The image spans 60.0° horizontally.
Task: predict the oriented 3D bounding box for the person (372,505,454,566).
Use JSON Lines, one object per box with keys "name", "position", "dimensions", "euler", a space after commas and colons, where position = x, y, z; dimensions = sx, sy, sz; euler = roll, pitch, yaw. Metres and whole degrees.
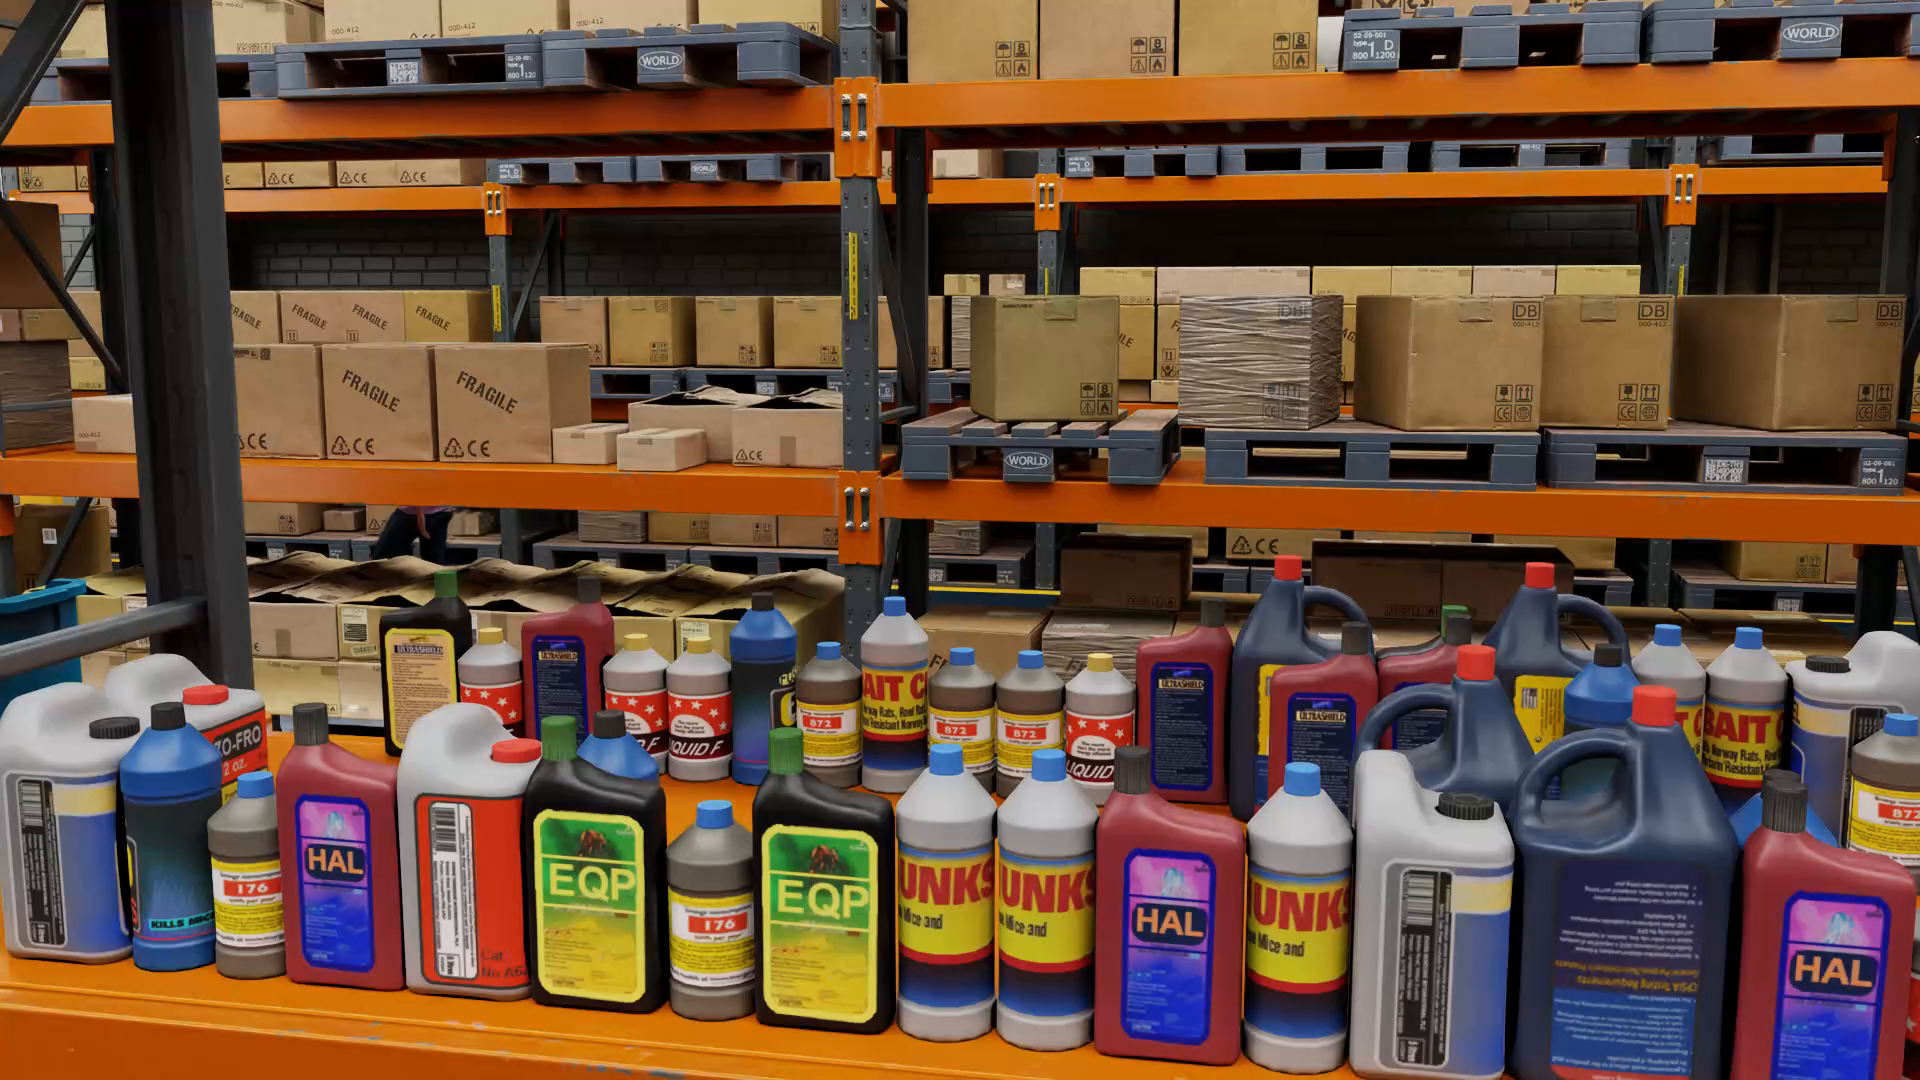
{"name": "person", "position": [-3.005, -0.137, 9.250], "dimensions": [0.463, 1.626, 0.427], "euler": [2, 8, 11]}
